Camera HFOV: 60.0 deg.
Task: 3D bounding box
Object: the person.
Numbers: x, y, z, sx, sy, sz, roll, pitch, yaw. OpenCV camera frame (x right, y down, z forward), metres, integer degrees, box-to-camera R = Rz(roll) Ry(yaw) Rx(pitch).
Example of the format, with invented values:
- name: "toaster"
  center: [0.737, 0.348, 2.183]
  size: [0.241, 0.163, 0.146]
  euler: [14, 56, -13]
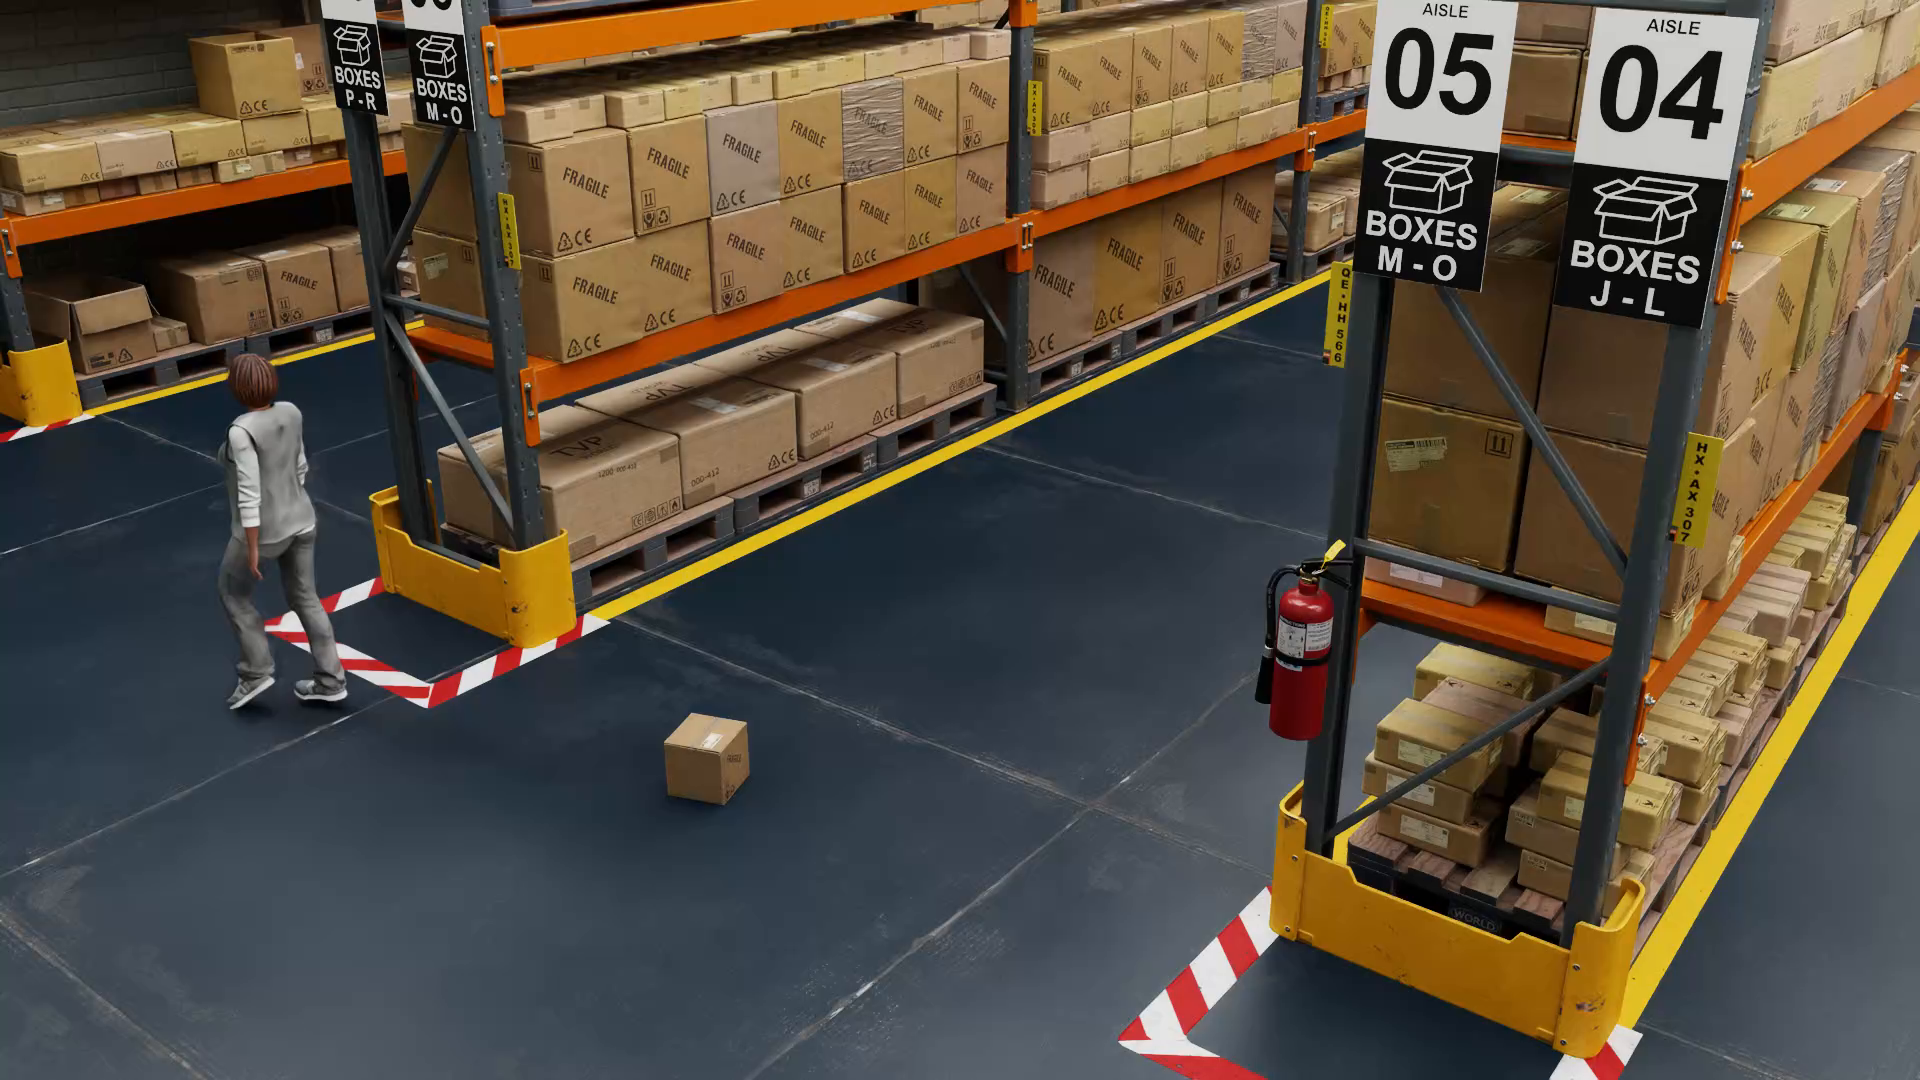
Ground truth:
- name: "person"
  center: [-2.951, -0.002, 7.165]
  size: [0.550, 1.602, 0.452]
  euler: [10, 26, 22]
